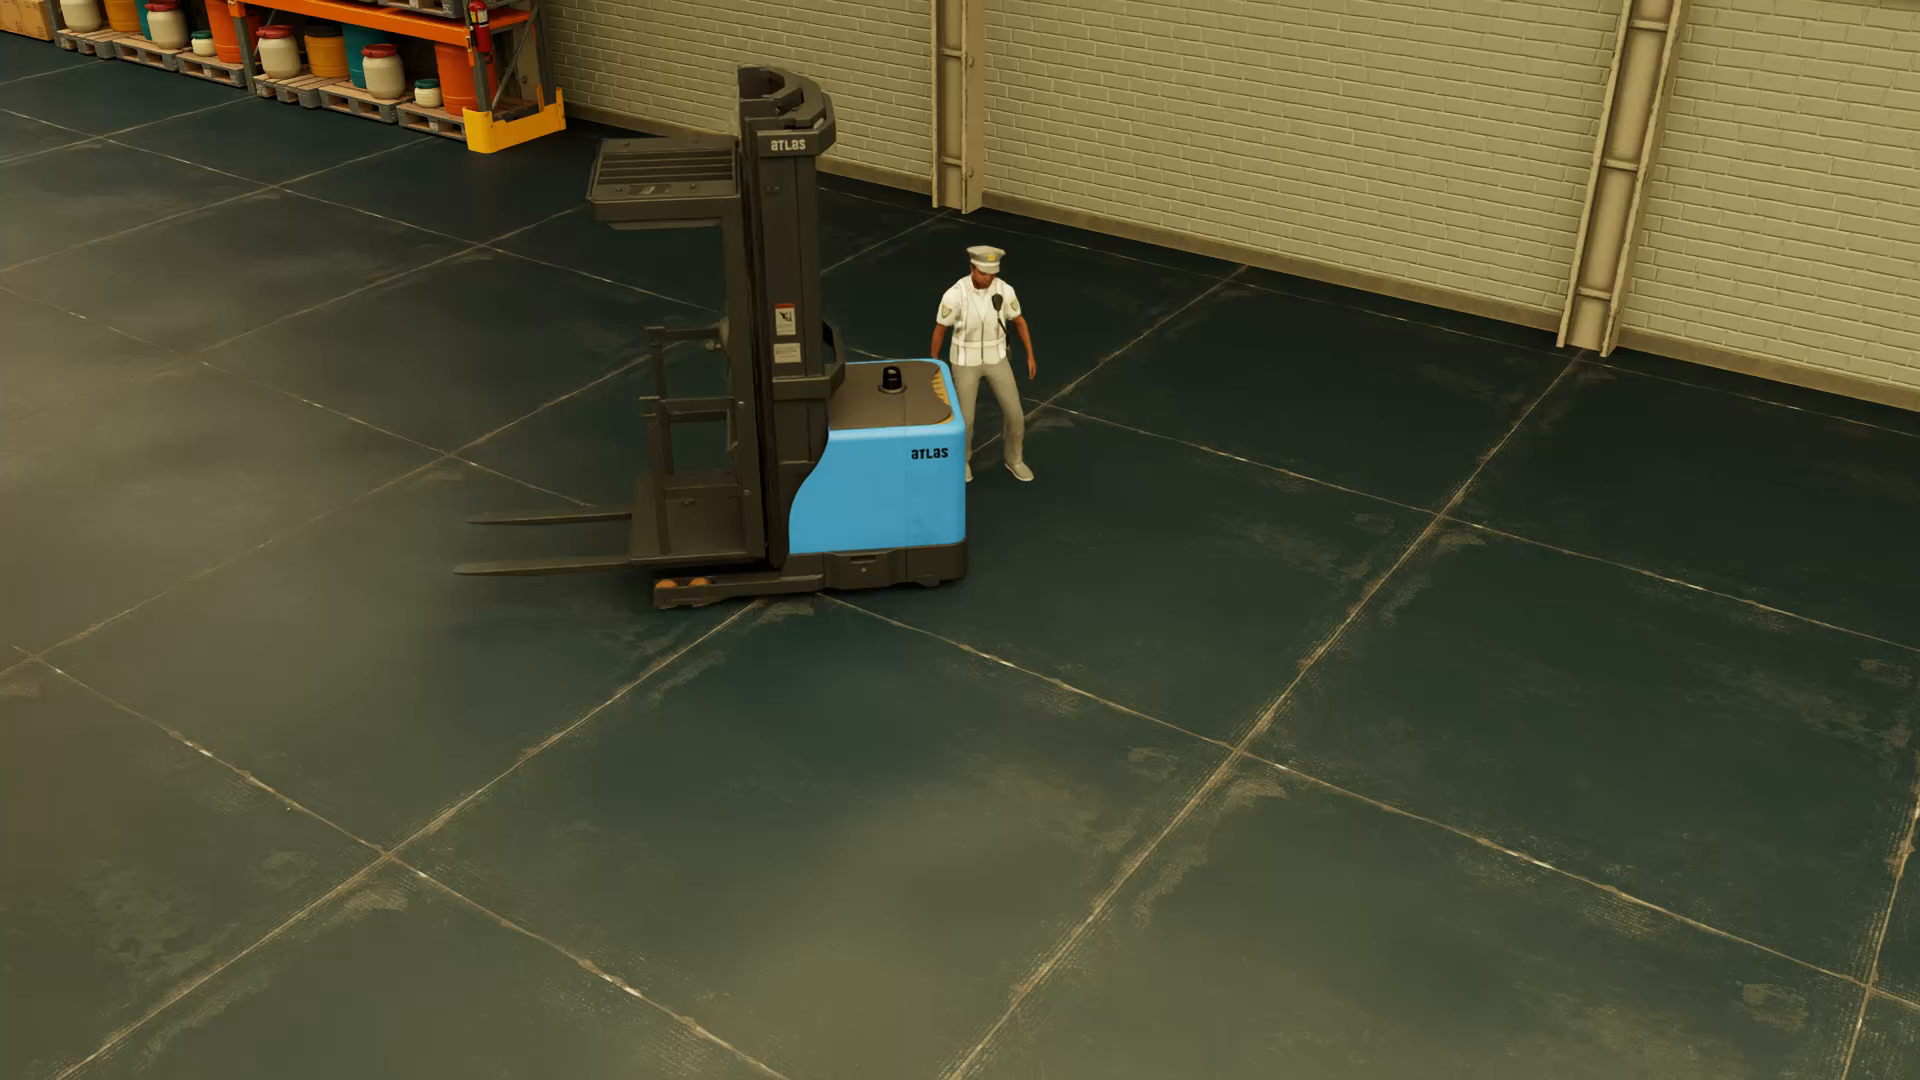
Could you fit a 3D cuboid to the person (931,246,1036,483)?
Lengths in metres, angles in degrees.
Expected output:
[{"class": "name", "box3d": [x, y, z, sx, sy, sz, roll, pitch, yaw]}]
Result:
[{"class": "person", "box3d": [0.145, -1.147, 10.856, 0.705, 1.632, 0.376, -6, 31, -10]}]

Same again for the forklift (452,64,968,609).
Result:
[{"class": "forklift", "box3d": [-1.509, -1.143, 9.550, 3.031, 2.935, 1.130, -4, 30, -6]}]
